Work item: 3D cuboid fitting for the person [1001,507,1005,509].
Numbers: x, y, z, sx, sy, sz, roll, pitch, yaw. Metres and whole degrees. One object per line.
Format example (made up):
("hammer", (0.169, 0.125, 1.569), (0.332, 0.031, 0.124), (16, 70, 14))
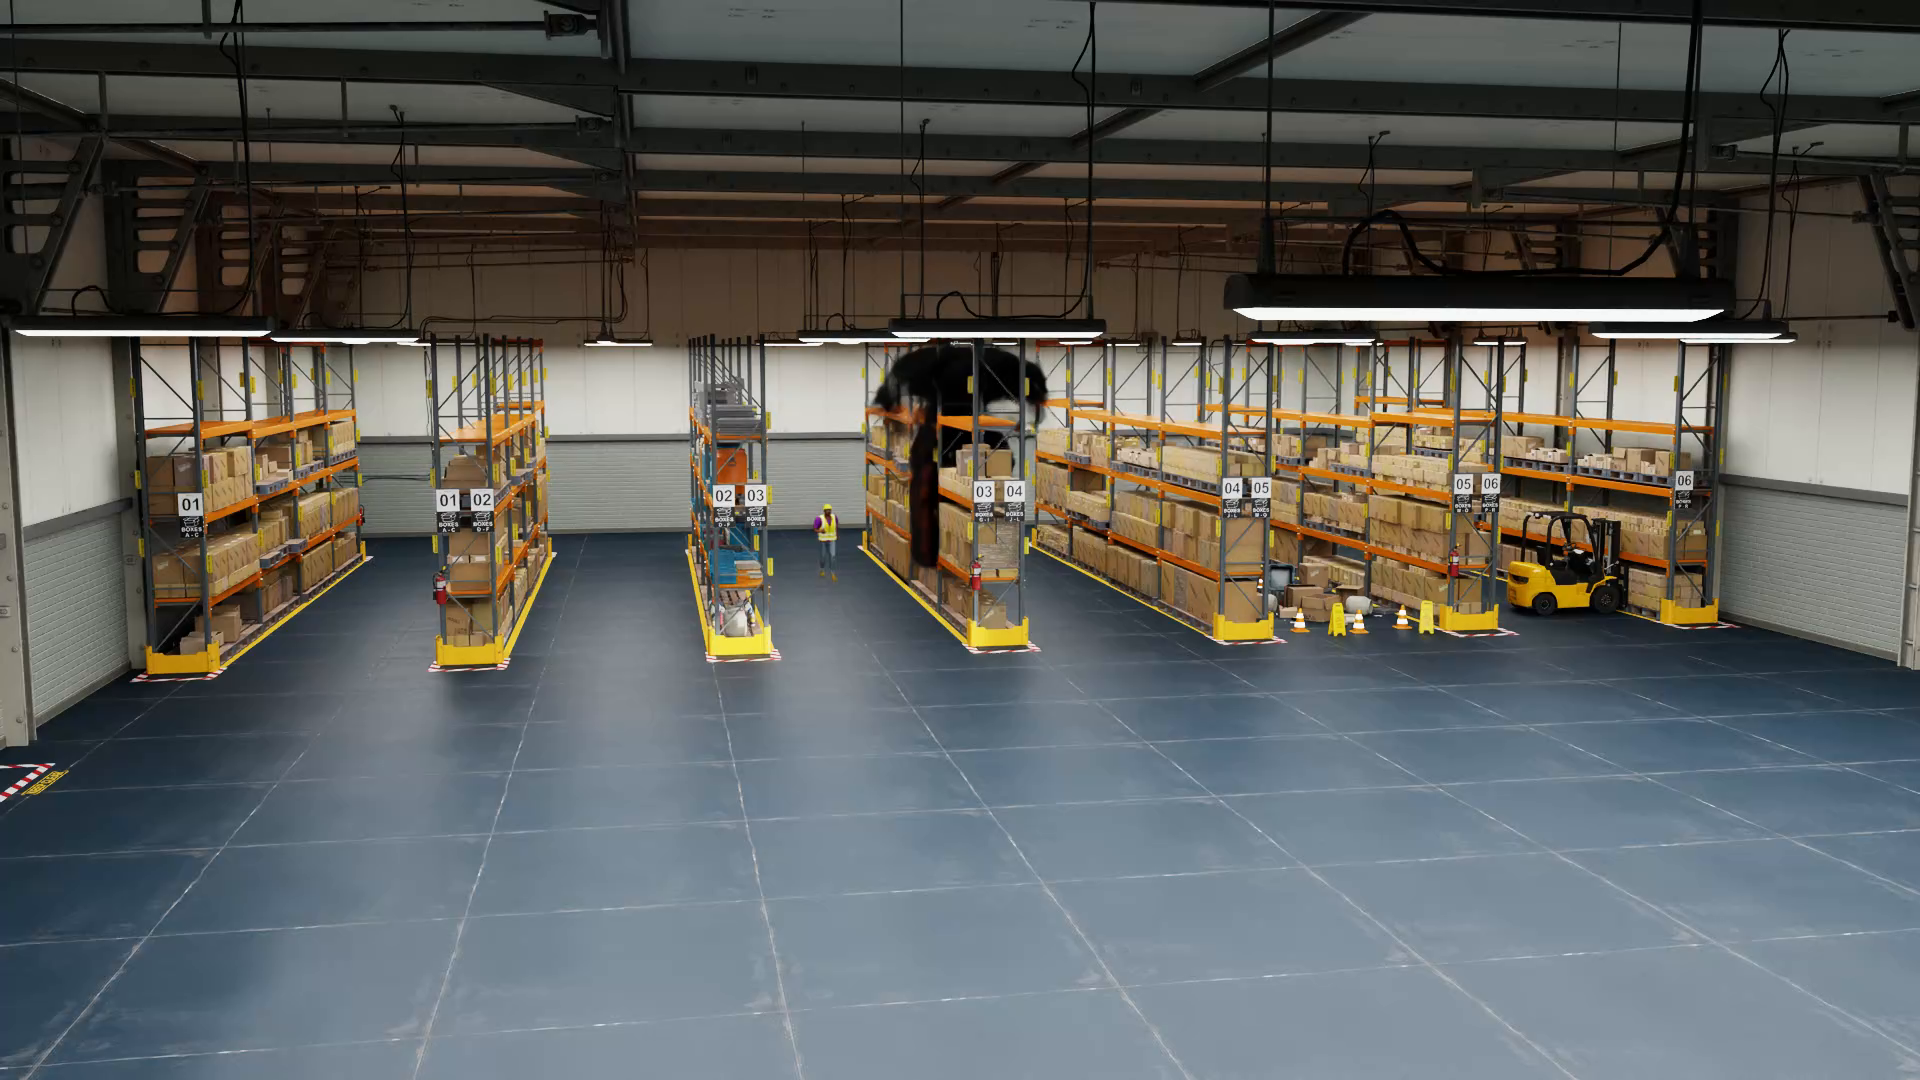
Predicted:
("person", (1.202, -0.564, 47.250), (0.713, 1.769, 0.869), (0, 7, 0))

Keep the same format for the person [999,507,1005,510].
("person", (0.929, -0.059, 40.433), (0.667, 1.896, 0.776), (-1, 7, -12))

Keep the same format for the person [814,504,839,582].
("person", (-3.157, 0.038, 39.356), (0.640, 1.812, 0.837), (-2, 7, -15))
